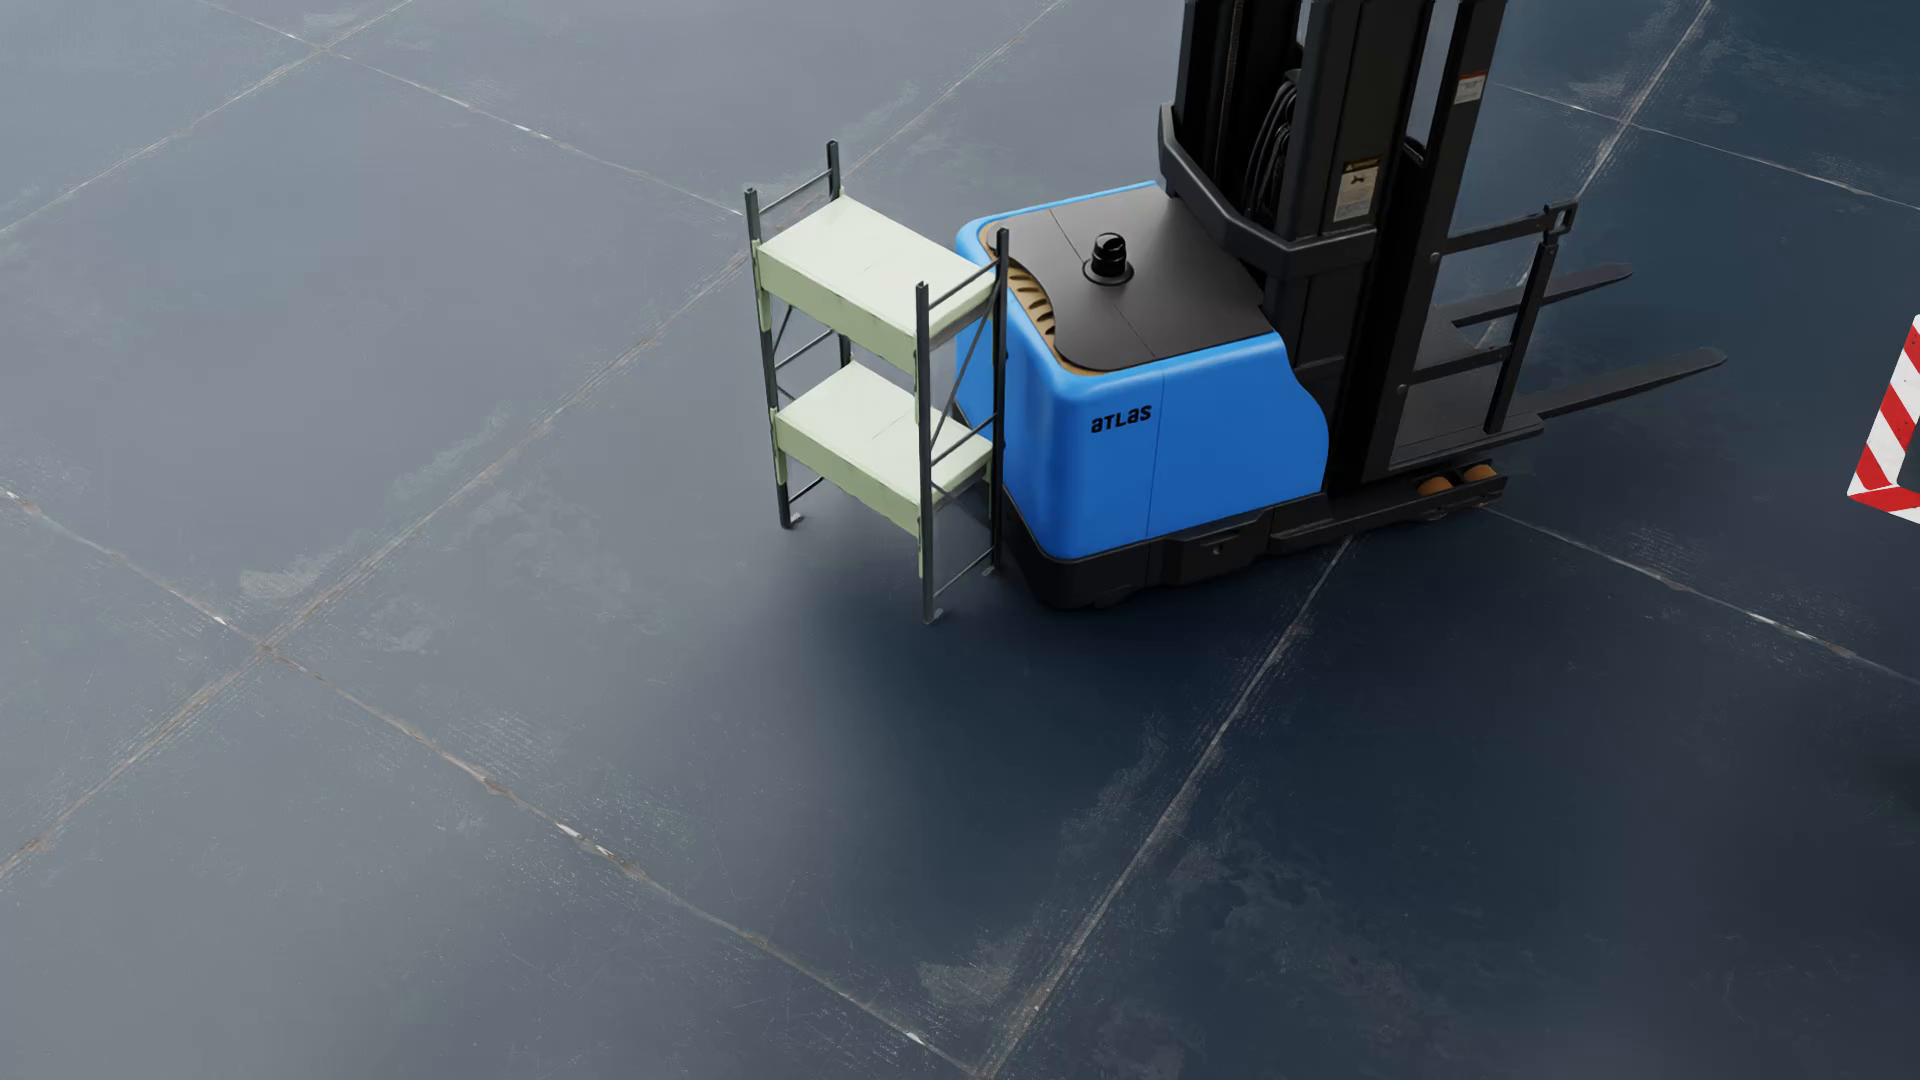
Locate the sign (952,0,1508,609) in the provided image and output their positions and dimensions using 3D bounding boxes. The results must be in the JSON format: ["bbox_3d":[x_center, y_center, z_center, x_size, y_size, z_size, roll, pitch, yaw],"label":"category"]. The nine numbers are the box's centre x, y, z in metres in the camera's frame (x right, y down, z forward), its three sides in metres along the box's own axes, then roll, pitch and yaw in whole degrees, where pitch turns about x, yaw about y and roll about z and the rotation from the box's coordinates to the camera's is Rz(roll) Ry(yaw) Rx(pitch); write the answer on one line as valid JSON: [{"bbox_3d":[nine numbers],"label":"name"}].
[{"bbox_3d":[1.000,-1.255,5.499,2.025,2.768,2.177,25,51,22],"label":"sign"}]

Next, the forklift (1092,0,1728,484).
[{"bbox_3d":[1.543,-1.435,5.601,3.031,2.935,1.121,-15,48,-14],"label":"forklift"}]

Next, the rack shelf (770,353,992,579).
[{"bbox_3d":[-0.264,-0.274,5.925,0.720,0.370,0.431,33,54,28],"label":"rack shelf"}]

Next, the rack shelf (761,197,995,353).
[{"bbox_3d":[-0.264,-0.842,5.342,0.686,0.124,0.368,33,54,28],"label":"rack shelf"}]

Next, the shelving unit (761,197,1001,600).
[{"bbox_3d":[-0.260,-0.499,5.689,0.731,1.308,0.431,33,54,28],"label":"shelving unit"}]

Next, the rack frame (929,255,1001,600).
[{"bbox_3d":[0.008,-0.326,5.521,0.010,1.308,0.380,33,54,28],"label":"rack frame"}]
